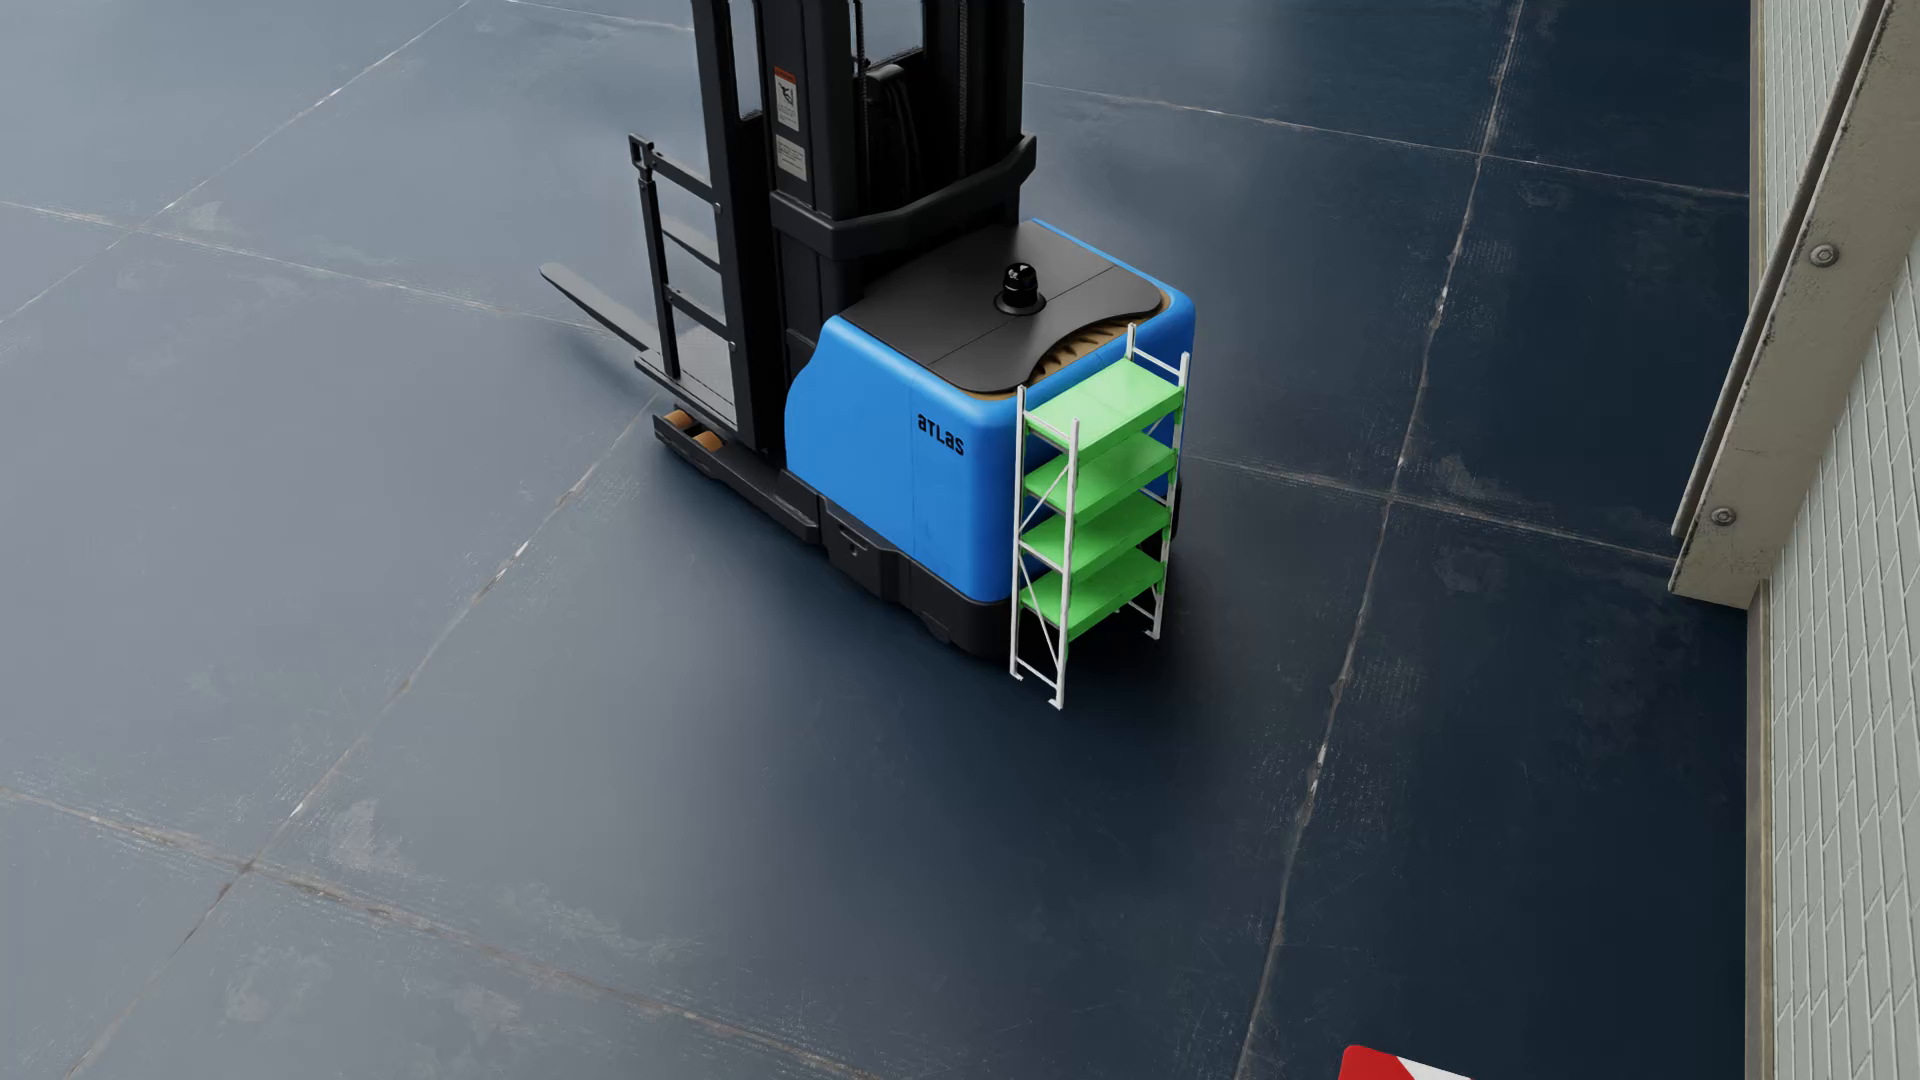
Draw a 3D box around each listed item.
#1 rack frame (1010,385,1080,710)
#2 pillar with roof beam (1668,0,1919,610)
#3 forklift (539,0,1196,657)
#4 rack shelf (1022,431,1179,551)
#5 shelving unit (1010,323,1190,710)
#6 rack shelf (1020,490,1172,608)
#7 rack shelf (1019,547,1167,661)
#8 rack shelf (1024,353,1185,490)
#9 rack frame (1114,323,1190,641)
[{"bbox_3d":[0.259,0.055,5.261,0.015,1.200,0.240,-32,50,-32],"label":"rack frame"},{"bbox_3d":[-1.266,-4.276,4.329,9.100,9.000,0.400,13,42,15],"label":"pillar with roof beam"},{"bbox_3d":[-0.571,-1.580,5.844,1.130,2.935,3.031,-32,50,-32],"label":"forklift"},{"bbox_3d":[0.436,-0.188,5.274,0.480,0.148,0.258,-32,50,-32],"label":"rack shelf"},{"bbox_3d":[0.436,-0.054,5.389,0.503,1.200,0.258,-32,50,-32],"label":"shelving unit"},{"bbox_3d":[0.436,-0.005,5.430,0.480,0.148,0.258,-32,50,-32],"label":"rack shelf"},{"bbox_3d":[0.436,0.177,5.586,0.480,0.148,0.258,-32,50,-32],"label":"rack shelf"},{"bbox_3d":[0.436,-0.370,5.118,0.480,0.148,0.258,-32,50,-32],"label":"rack shelf"},{"bbox_3d":[0.613,-0.163,5.516,0.015,1.200,0.240,-32,50,-32],"label":"rack frame"}]
